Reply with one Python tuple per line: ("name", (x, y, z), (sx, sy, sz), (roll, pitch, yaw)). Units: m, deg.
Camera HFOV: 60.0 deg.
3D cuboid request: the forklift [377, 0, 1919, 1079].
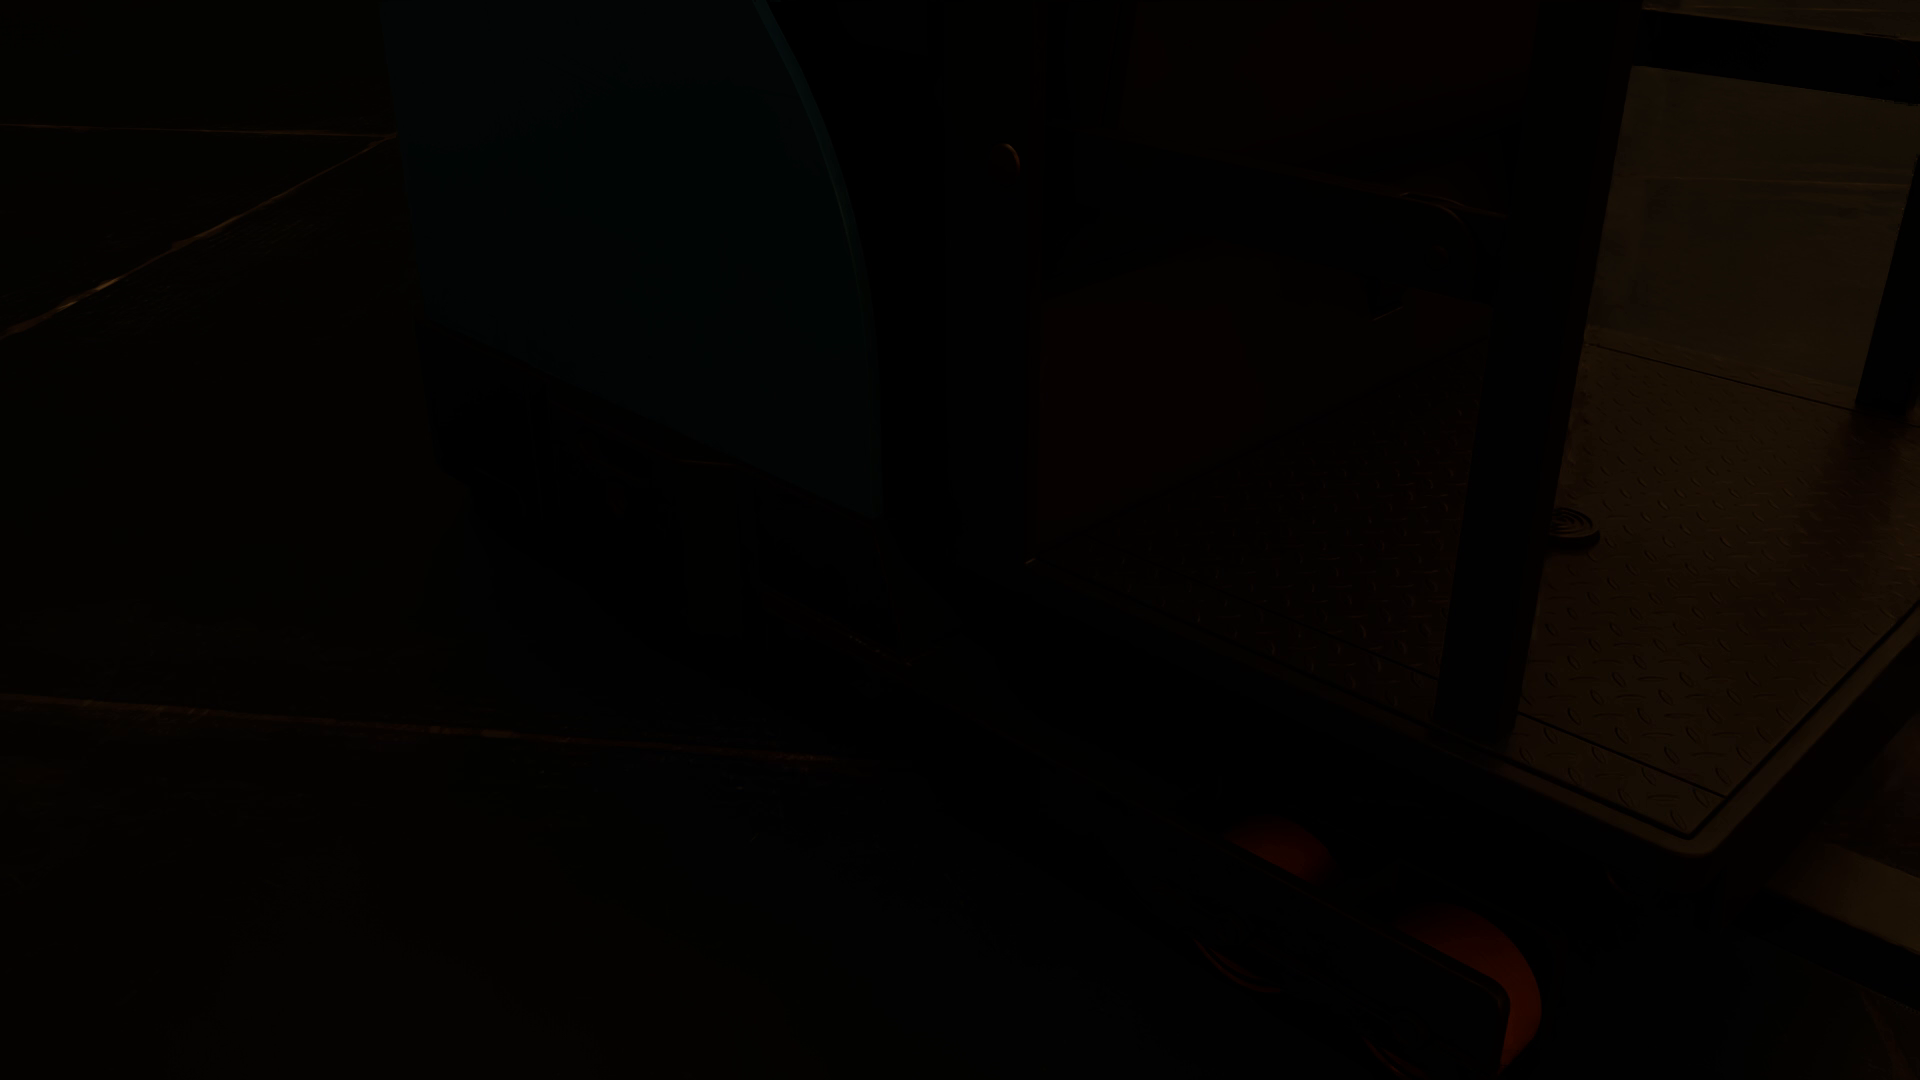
("forklift", (0.584, -1.076, 1.373), (3.031, 2.935, 1.130), (24, 35, 39))
